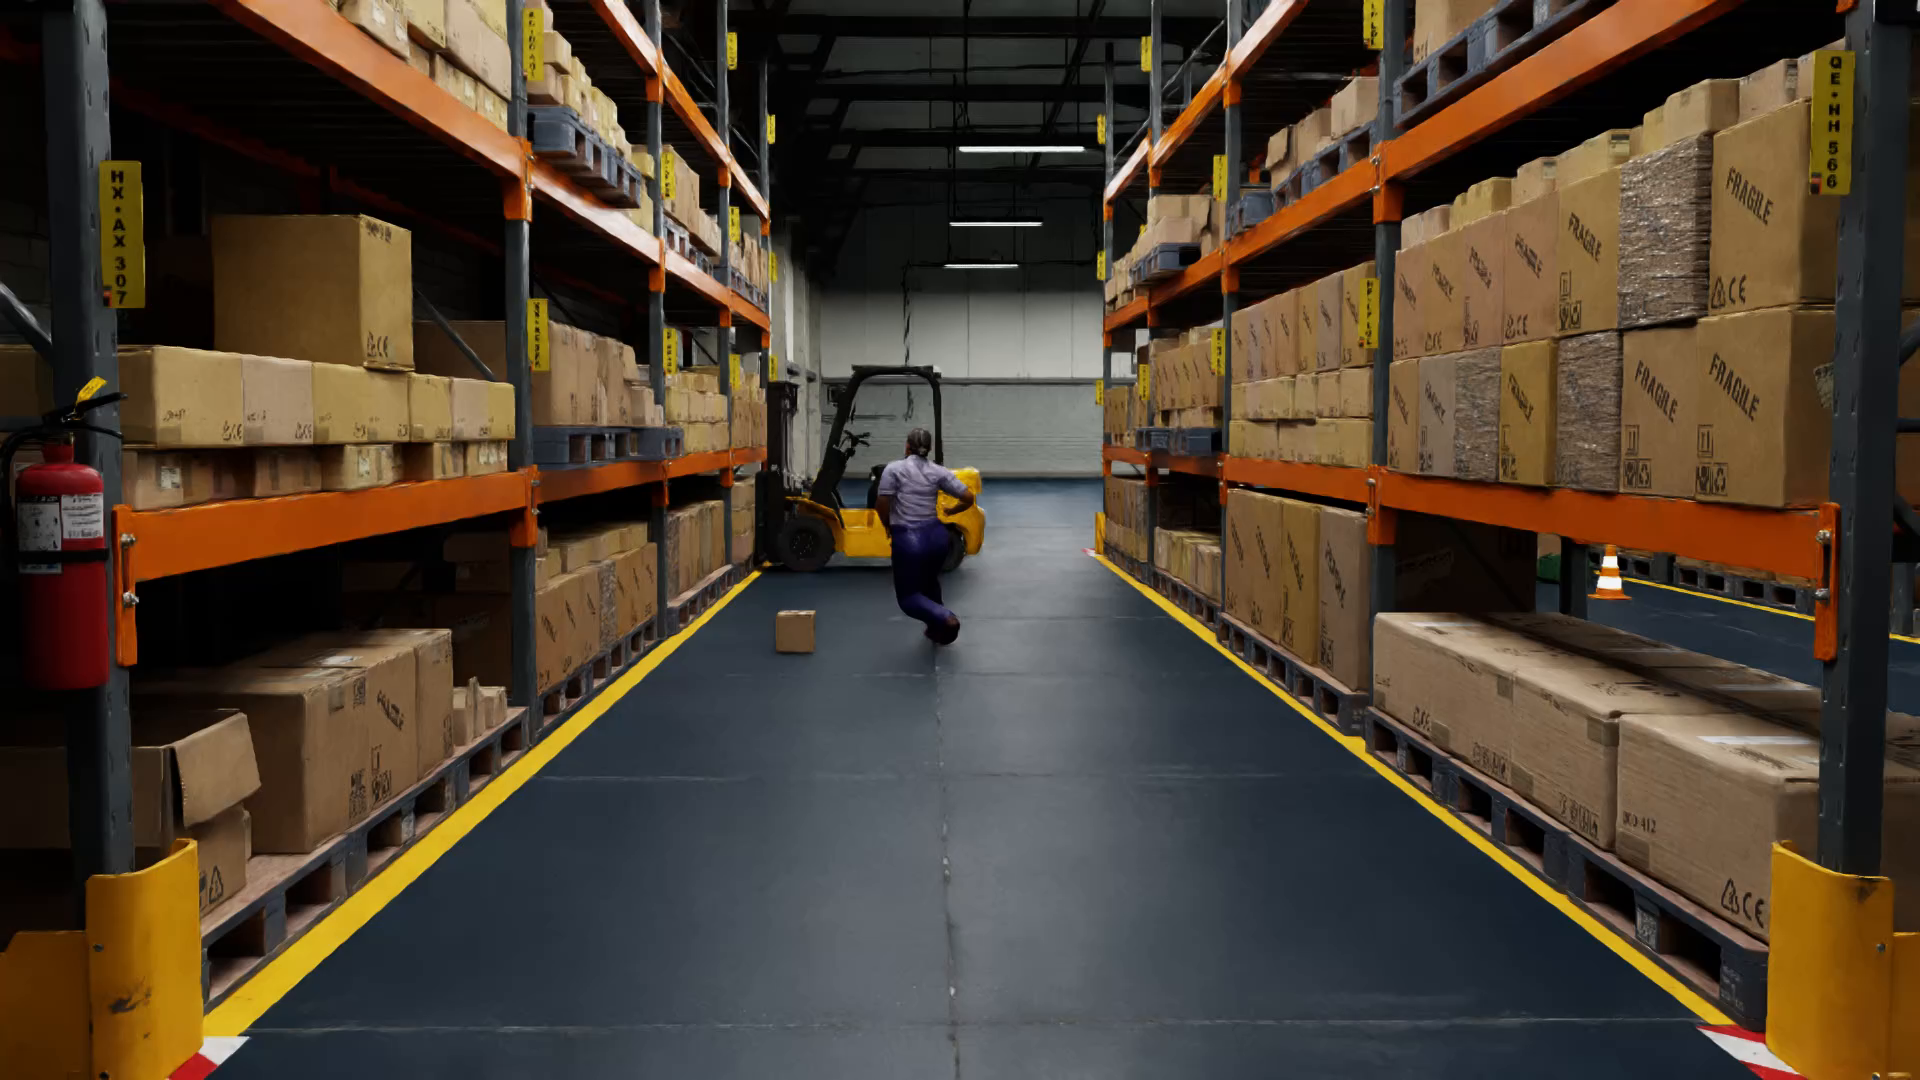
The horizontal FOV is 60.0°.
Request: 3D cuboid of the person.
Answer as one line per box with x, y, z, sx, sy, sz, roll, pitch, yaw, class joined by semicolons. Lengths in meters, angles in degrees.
-0.248;-0.018;11.330;0.705;1.498;0.888;-2;5;-32;person
